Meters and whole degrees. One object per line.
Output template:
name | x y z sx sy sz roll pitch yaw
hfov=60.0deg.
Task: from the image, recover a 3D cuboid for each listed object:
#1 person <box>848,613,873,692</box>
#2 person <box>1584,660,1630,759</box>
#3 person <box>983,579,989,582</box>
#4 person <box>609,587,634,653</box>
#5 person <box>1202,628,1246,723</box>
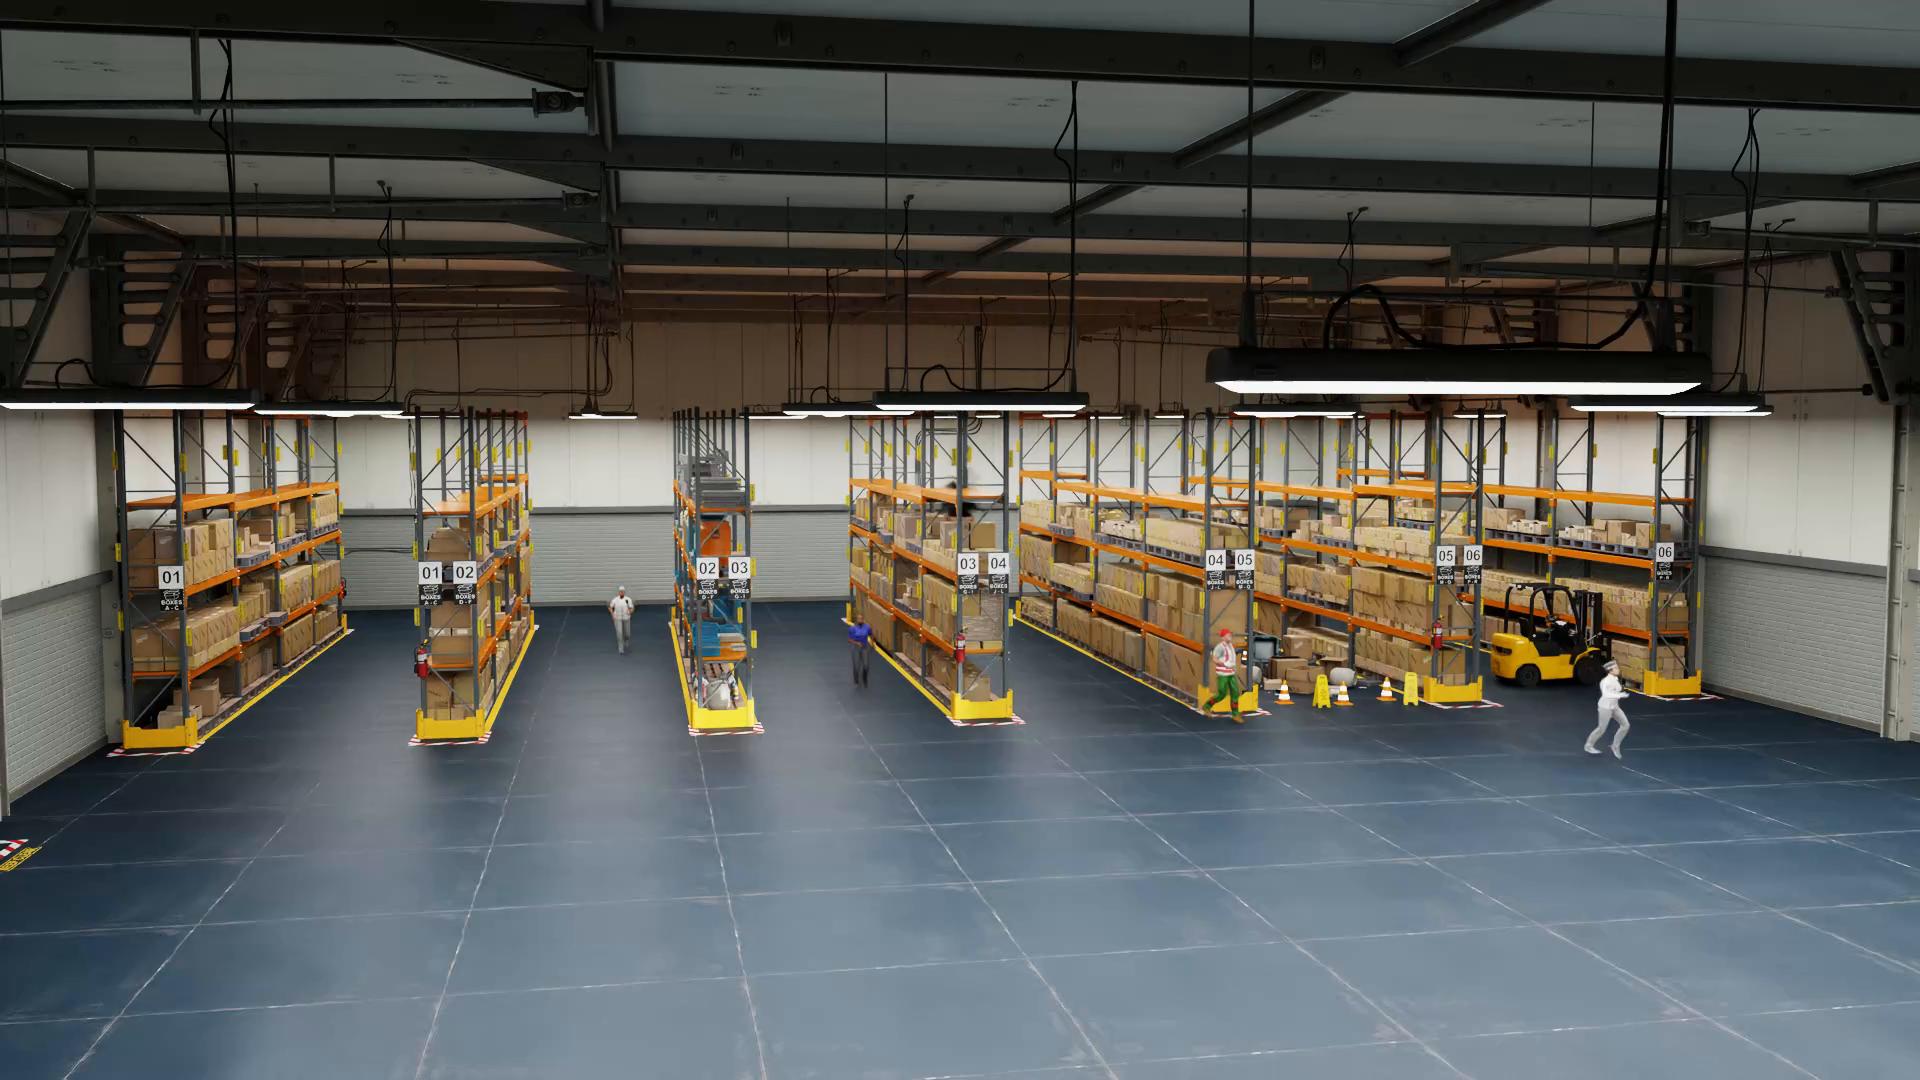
person | -2.097 2.403 35.329 0.590 1.695 0.695 -1 4 -13
person | 11.000 2.879 28.283 0.752 1.714 0.594 4 5 42
person | 0.671 1.524 47.223 0.622 1.725 0.830 -1 4 -7
person | -8.401 1.976 41.299 0.615 1.624 0.707 -1 4 -16
person | 5.029 2.571 31.656 0.899 1.801 0.684 2 5 31
